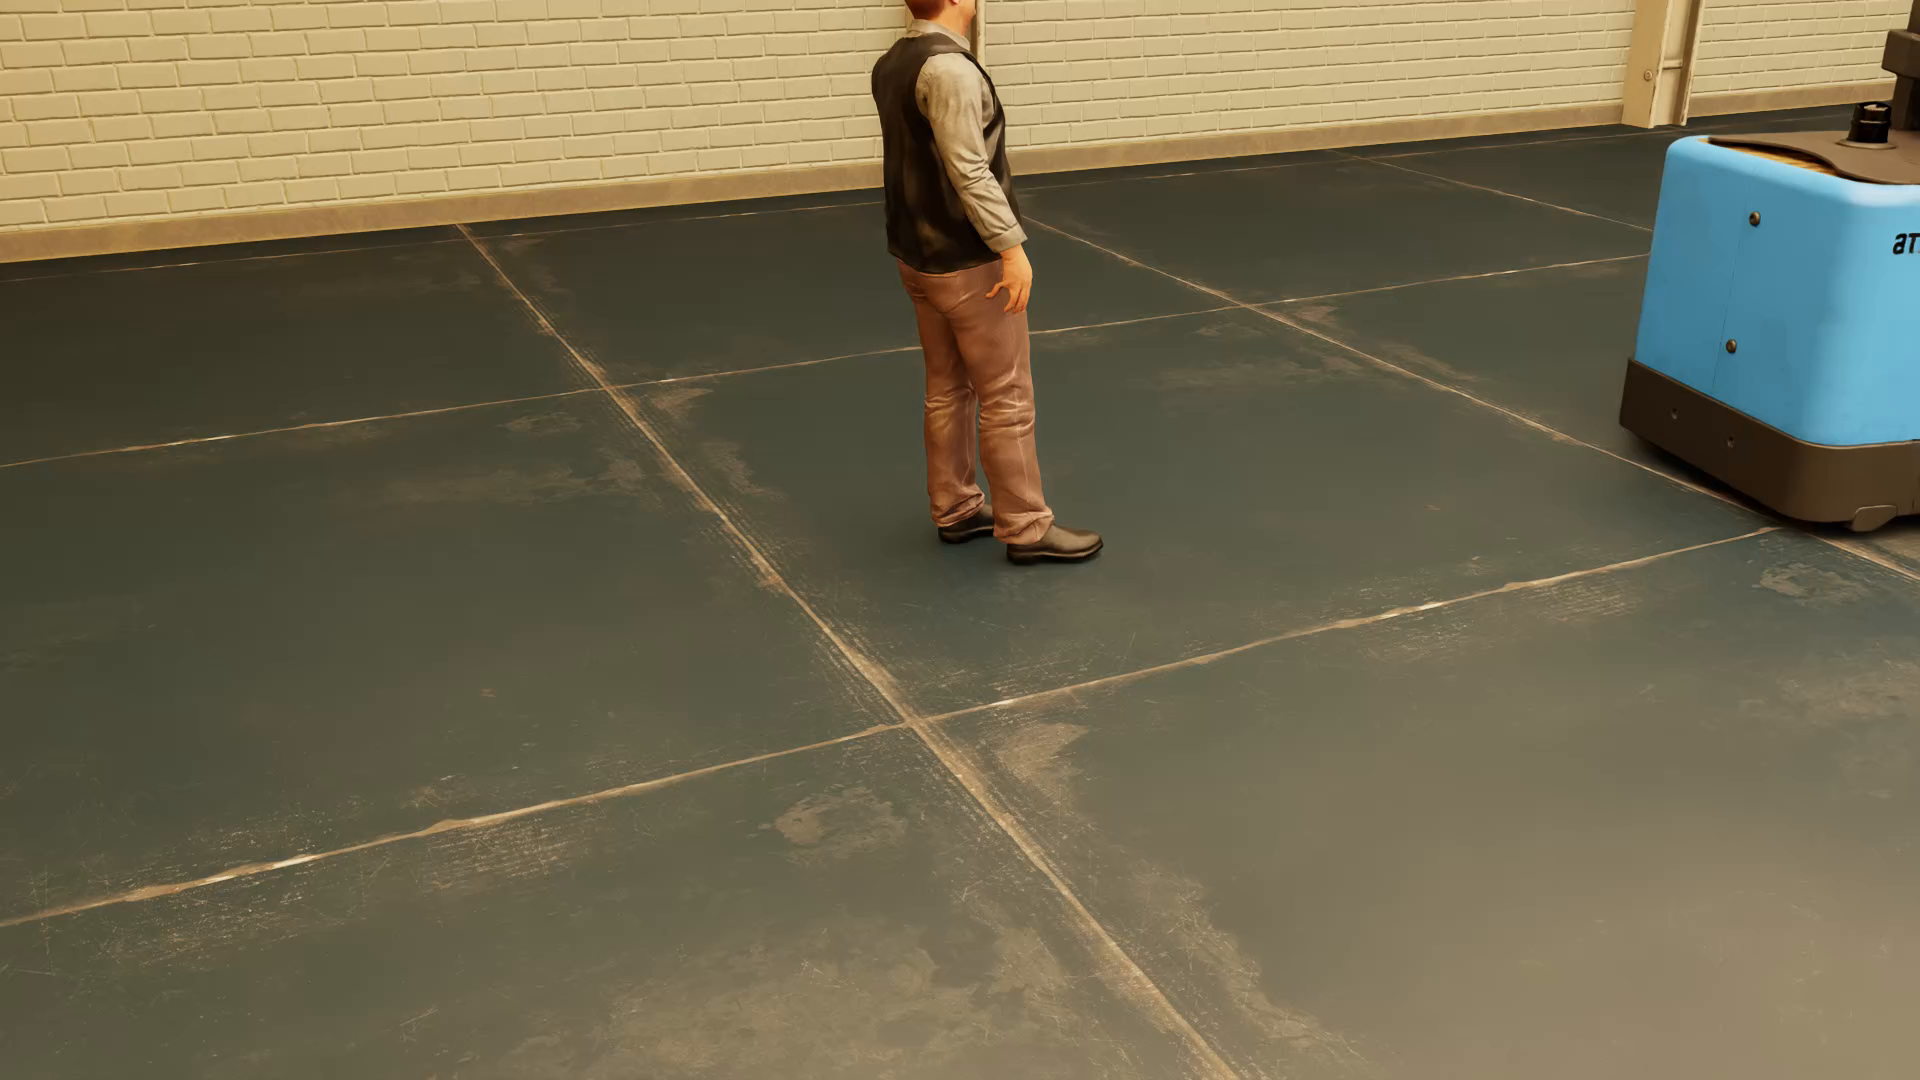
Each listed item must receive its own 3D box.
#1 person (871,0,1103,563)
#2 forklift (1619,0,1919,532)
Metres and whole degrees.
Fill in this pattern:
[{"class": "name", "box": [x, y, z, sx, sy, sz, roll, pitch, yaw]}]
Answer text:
[{"class": "person", "box": [0.060, -0.806, 4.794, 0.566, 1.715, 0.633, -10, 25, -23]}, {"class": "forklift", "box": [3.914, -1.650, 5.259, 3.031, 2.935, 1.130, -5, 23, -11]}]
